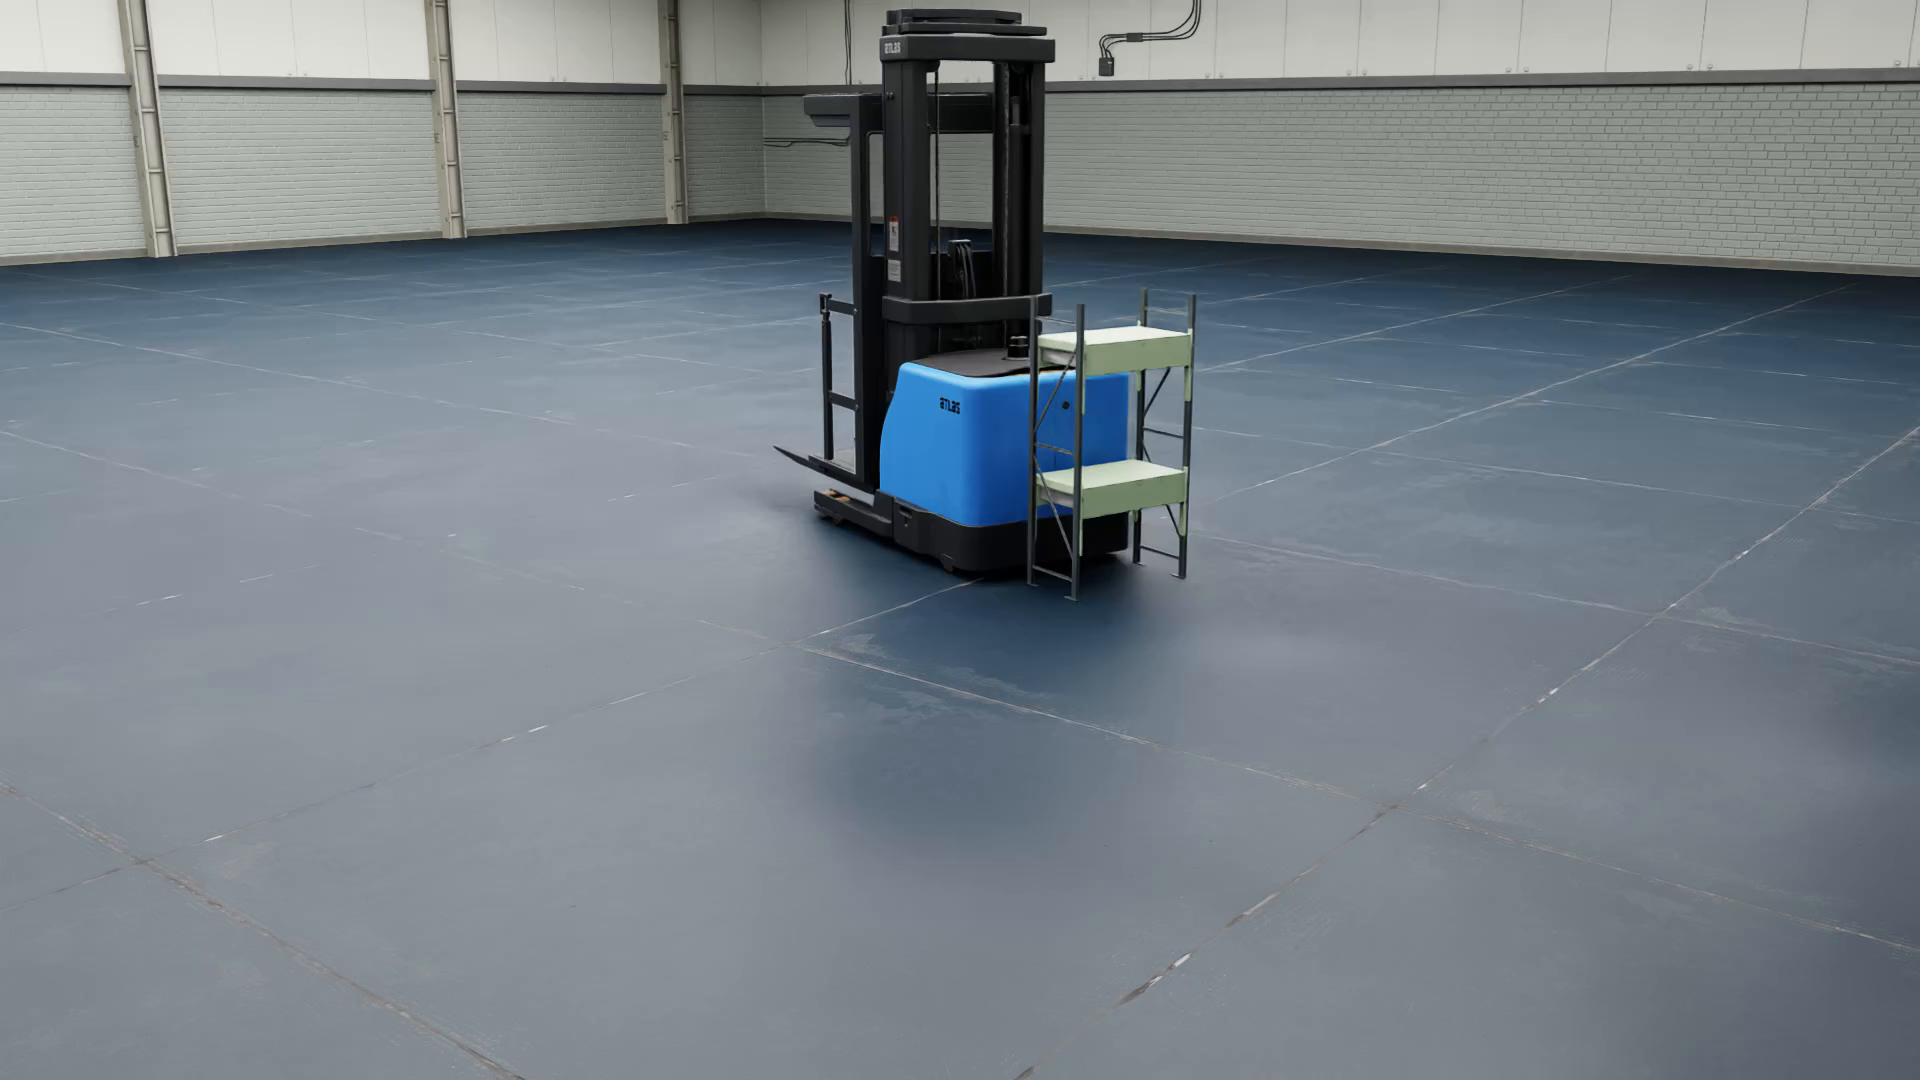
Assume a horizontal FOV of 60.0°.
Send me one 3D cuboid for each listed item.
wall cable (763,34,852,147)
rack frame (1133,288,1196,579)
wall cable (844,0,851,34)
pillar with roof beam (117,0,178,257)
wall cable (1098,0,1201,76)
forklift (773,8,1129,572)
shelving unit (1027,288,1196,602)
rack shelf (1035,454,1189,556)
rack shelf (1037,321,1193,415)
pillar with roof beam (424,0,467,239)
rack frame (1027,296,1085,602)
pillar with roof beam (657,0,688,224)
[{"bbox_3d":[-3.634,-10.516,39.047,3.097,2.526,0.112,11,18,38],"label":"wall cable"},{"bbox_3d":[1.073,-0.559,8.777,0.023,1.500,0.400,-10,17,-34],"label":"rack frame"},{"bbox_3d":[-1.530,-12.545,36.777,3.097,2.526,0.112,11,18,38],"label":"wall cable"},{"bbox_3d":[-10.708,-8.697,25.580,9.100,9.000,0.400,11,18,38],"label":"pillar with roof beam"},{"bbox_3d":[3.740,-12.197,32.451,2.305,6.003,0.169,11,18,38],"label":"wall cable"},{"bbox_3d":[-0.234,-1.565,9.831,1.130,2.935,3.031,-8,16,-28],"label":"forklift"},{"bbox_3d":[0.775,-0.507,8.571,0.755,1.500,0.431,-10,17,-34],"label":"shelving unit"},{"bbox_3d":[0.775,-0.191,8.652,0.720,0.370,0.431,-10,17,-34],"label":"rack shelf"},{"bbox_3d":[0.776,-0.885,8.474,0.720,0.370,0.431,-10,17,-34],"label":"rack shelf"},{"bbox_3d":[-6.937,-9.846,30.103,9.100,9.000,0.400,11,18,38],"label":"pillar with roof beam"},{"bbox_3d":[0.477,-0.455,8.365,0.023,1.500,0.400,-10,17,-34],"label":"rack frame"},{"bbox_3d":[-3.166,-10.995,34.627,9.100,9.000,0.400,11,18,38],"label":"pillar with roof beam"}]
